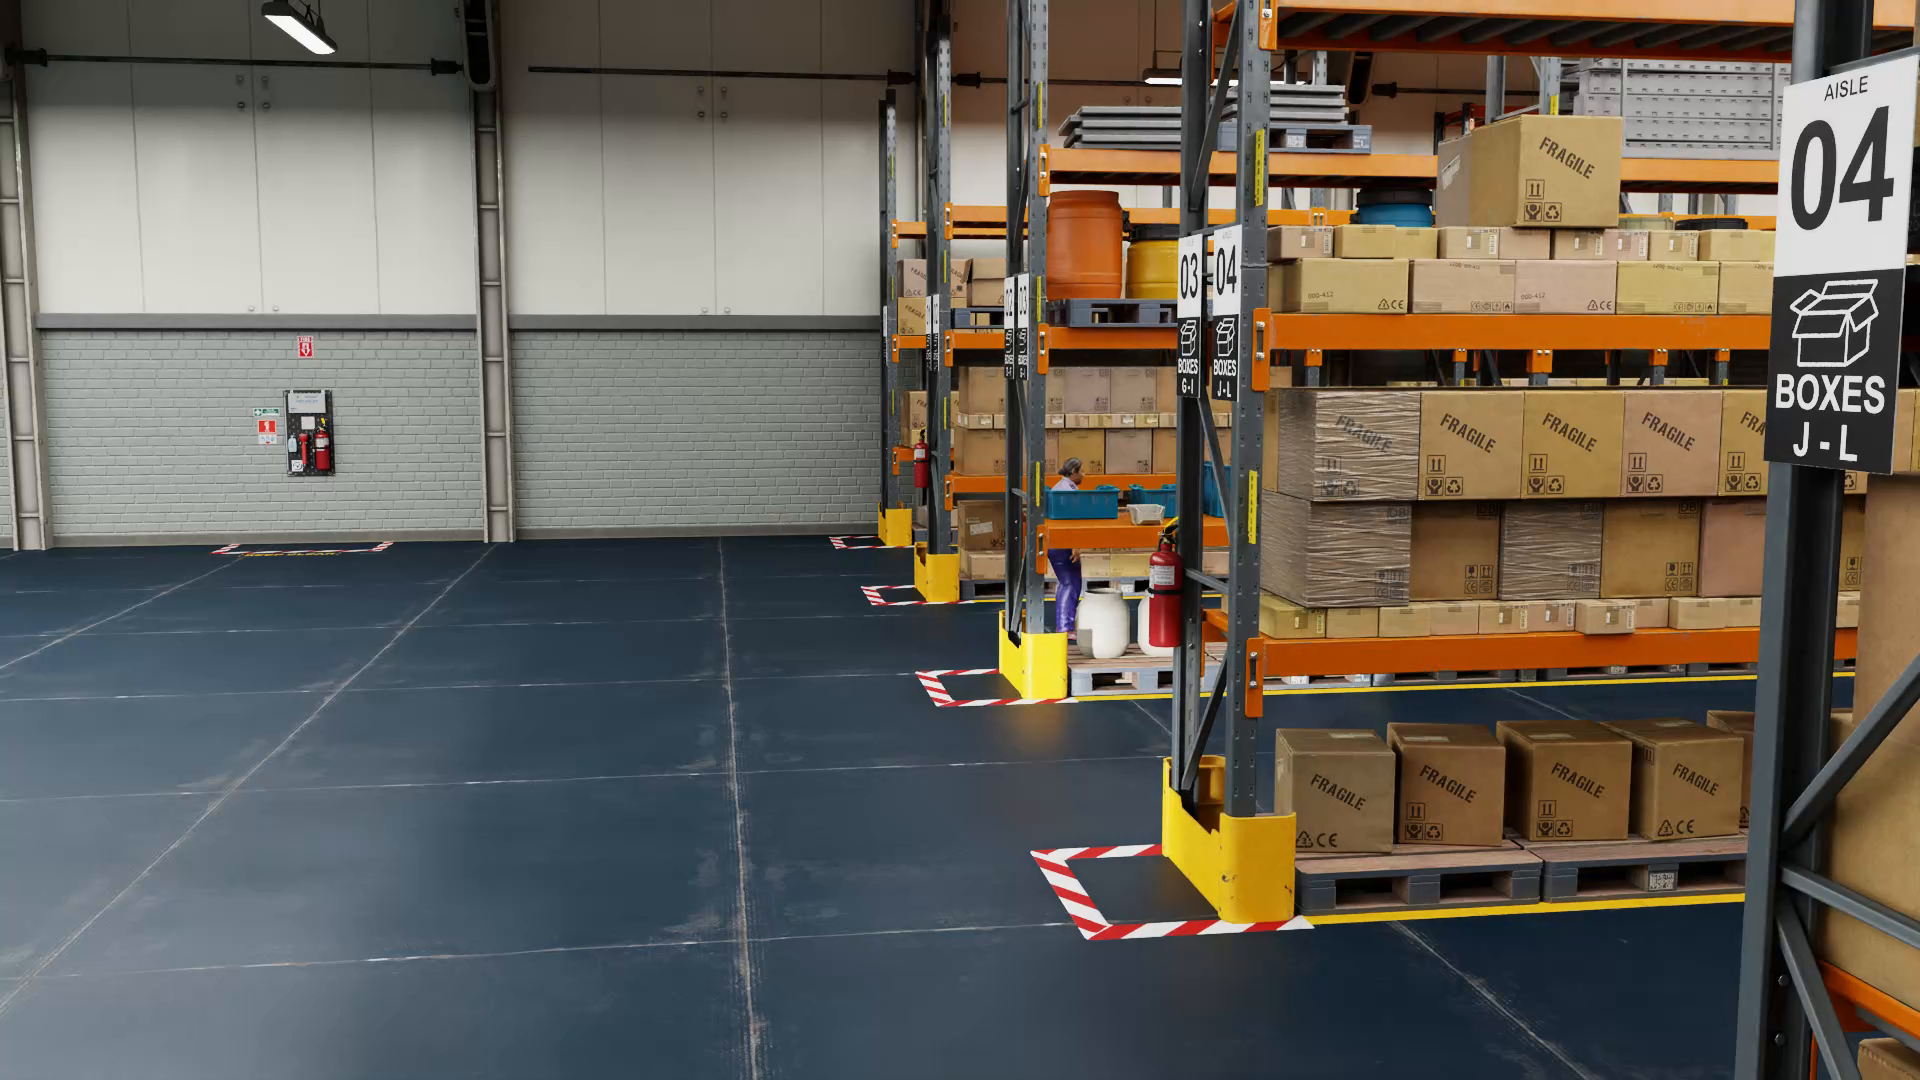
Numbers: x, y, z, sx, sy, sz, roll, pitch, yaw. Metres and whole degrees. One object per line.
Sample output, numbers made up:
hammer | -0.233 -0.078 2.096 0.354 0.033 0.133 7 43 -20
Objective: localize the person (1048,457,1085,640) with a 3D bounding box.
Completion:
person | 0.996 0.067 15.296 0.415 1.651 0.546 -1 7 -9
